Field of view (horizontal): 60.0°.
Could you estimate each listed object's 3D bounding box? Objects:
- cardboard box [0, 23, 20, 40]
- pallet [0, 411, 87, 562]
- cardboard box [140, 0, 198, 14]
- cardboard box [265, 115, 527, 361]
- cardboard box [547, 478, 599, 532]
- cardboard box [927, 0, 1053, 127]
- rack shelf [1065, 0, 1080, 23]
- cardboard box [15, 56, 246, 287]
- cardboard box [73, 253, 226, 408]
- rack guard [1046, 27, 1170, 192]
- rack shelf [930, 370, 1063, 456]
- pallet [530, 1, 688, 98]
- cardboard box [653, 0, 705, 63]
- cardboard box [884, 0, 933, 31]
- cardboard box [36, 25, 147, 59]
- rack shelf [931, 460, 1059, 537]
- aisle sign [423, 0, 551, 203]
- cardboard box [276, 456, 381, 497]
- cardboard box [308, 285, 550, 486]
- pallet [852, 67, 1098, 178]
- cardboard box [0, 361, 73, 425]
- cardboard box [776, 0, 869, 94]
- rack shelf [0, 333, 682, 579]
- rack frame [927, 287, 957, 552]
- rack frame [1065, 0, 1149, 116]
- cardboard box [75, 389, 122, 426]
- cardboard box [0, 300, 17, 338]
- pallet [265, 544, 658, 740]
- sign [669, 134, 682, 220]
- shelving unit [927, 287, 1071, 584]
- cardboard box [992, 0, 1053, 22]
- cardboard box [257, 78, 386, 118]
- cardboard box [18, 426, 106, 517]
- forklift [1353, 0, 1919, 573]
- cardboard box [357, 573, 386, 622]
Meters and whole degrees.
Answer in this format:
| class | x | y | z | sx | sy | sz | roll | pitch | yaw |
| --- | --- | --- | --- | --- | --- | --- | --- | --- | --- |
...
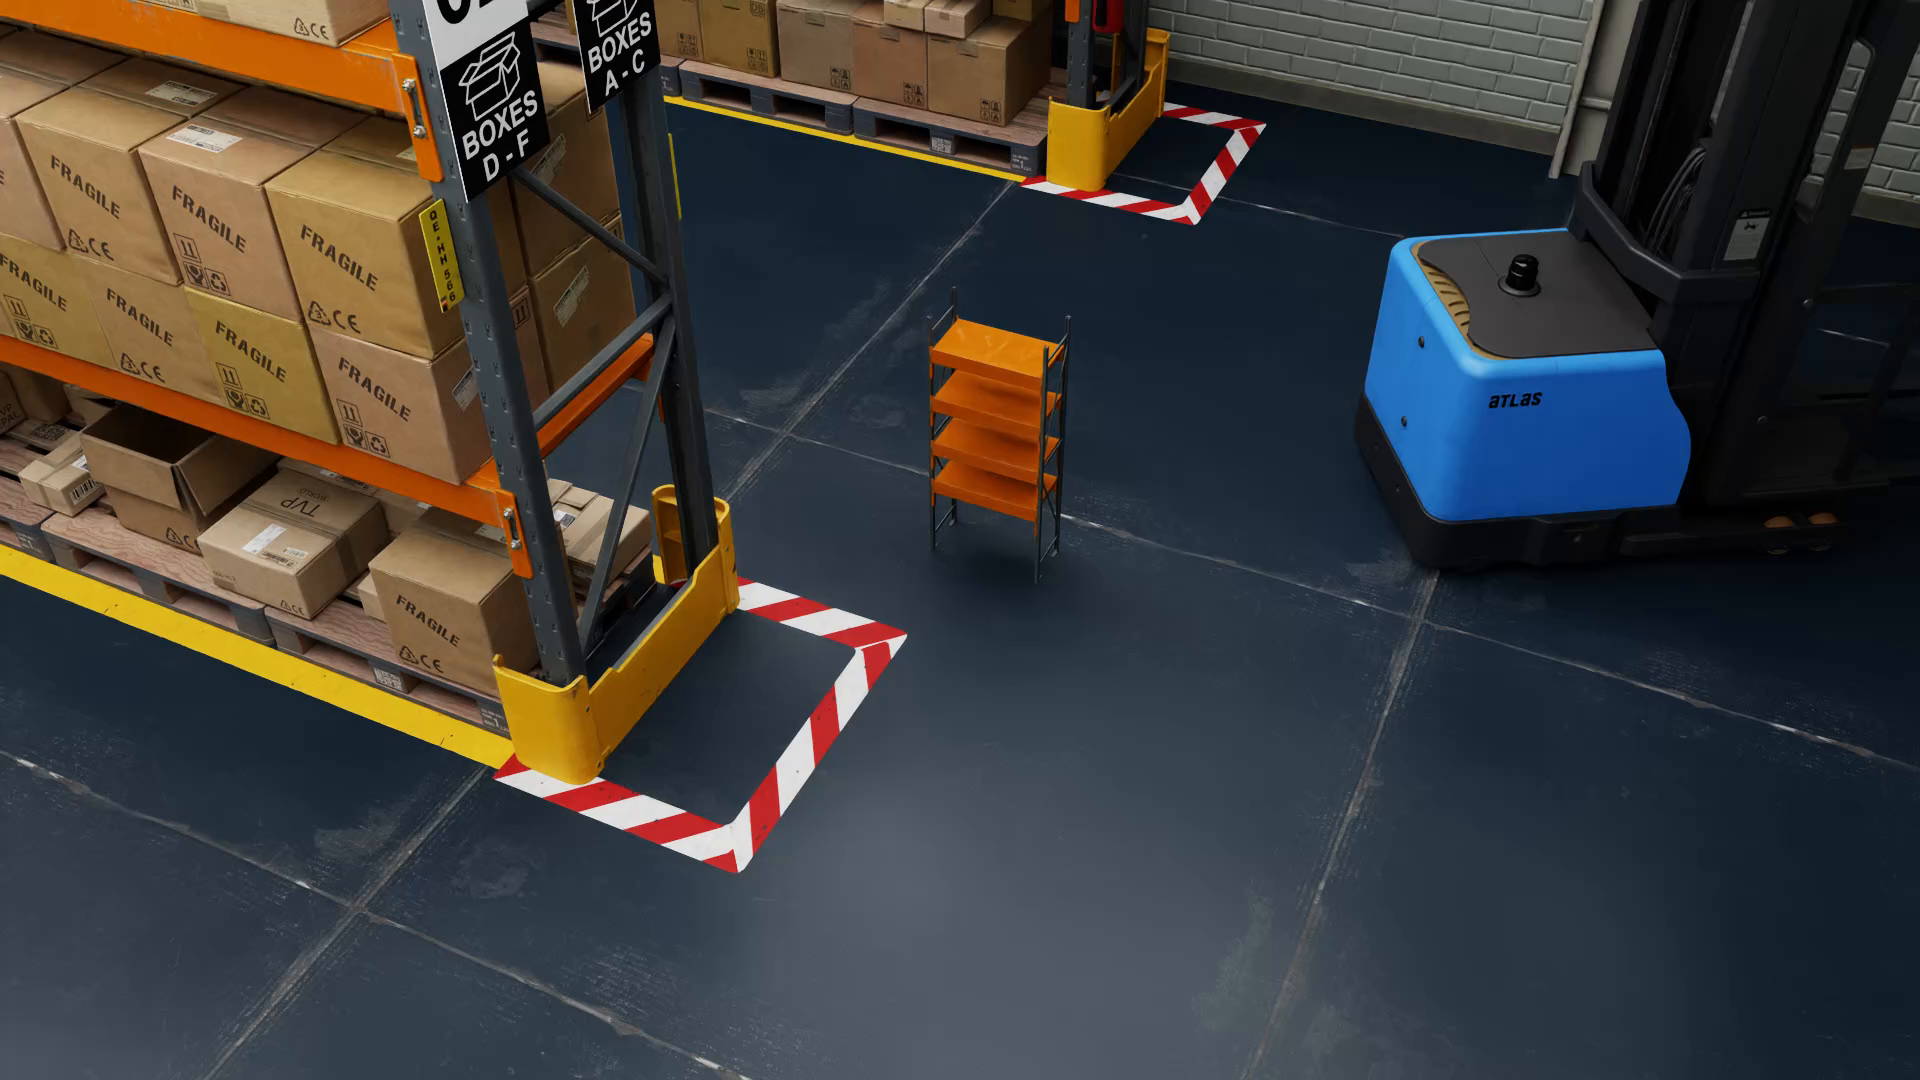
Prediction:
| class | x | y | z | sx | sy | sz | roll | pitch | yaw |
| --- | --- | --- | --- | --- | --- | --- | --- | --- | --- |
| cardboard box | -3.615 | -1.520 | 5.873 | 0.500 | 0.500 | 0.500 | 16 | 43 | 17 |
| pallet | -4.235 | -0.442 | 7.599 | 1.213 | 0.211 | 1.003 | 17 | 44 | 19 |
| cardboard box | -2.257 | -1.787 | 4.845 | 0.500 | 0.250 | 0.500 | 17 | 44 | 19 |
| cardboard box | -1.752 | -0.955 | 5.222 | 0.500 | 0.500 | 0.500 | 17 | 44 | 18 |
| cardboard box | -1.693 | -0.064 | 6.861 | 0.250 | 0.166 | 0.380 | 17 | 44 | 19 |
| cardboard box | 0.182 | -2.869 | 9.858 | 0.500 | 0.500 | 0.700 | 17 | 44 | 19 |
| rack shelf | -0.953 | -3.802 | 9.896 | 4.000 | 0.370 | 1.077 | 17 | 44 | 19 |
| cardboard box | -2.682 | -1.235 | 5.545 | 0.500 | 0.500 | 0.500 | 18 | 44 | 20 |
| cardboard box | -2.674 | -0.862 | 5.878 | 0.500 | 0.500 | 0.500 | 17 | 44 | 19 |
| rack guard | 0.881 | -2.569 | 9.832 | 0.348 | 0.500 | 1.175 | 17 | 44 | 19 |
| rack shelf | 0.150 | -0.526 | 6.702 | 0.480 | 0.148 | 0.258 | 17 | 44 | 19 |
| pallet | -2.110 | -3.317 | 10.916 | 1.213 | 0.211 | 1.003 | 17 | 44 | 19 |
| cardboard box | -1.678 | -3.433 | 10.509 | 0.500 | 0.500 | 0.700 | 17 | 44 | 18 |
| cardboard box | -0.243 | -3.112 | 9.643 | 0.250 | 0.149 | 0.380 | 18 | 44 | 20 |
| cardboard box | -2.912 | -1.696 | 6.077 | 0.500 | 0.500 | 0.500 | 17 | 44 | 18 |
| rack shelf | 0.150 | -0.207 | 6.978 | 0.480 | 0.148 | 0.258 | 17 | 44 | 19 |
| aisle sign | -1.300 | -1.361 | 4.545 | 0.004 | 0.787 | 0.394 | 17 | 44 | 19 |
| cardboard box | -2.511 | -0.302 | 7.072 | 0.500 | 0.250 | 0.500 | 17 | 44 | 19 |
| cardboard box | -1.753 | -0.579 | 5.552 | 0.500 | 0.500 | 0.500 | 18 | 44 | 20 |
| pallet | 0.101 | -2.642 | 10.137 | 1.213 | 0.211 | 1.003 | 17 | 44 | 19 |
| cardboard box | -4.221 | -0.919 | 7.593 | 0.500 | 0.500 | 0.500 | 17 | 44 | 19 |
| cardboard box | -0.727 | -3.146 | 10.178 | 0.500 | 0.500 | 0.700 | 16 | 43 | 17 |
| rack shelf | -3.044 | -0.861 | 6.502 | 4.000 | 0.370 | 1.077 | 17 | 44 | 19 |
| rack frame | -0.071 | -0.475 | 6.882 | 0.015 | 1.200 | 0.240 | 17 | 44 | 19 |
| rack frame | 0.859 | -3.520 | 9.021 | 0.127 | 3.000 | 1.000 | 17 | 44 | 19 |
| cardboard box | -3.541 | -0.640 | 7.415 | 0.500 | 0.311 | 0.500 | 17 | 44 | 19 |
| cardboard box | -3.592 | -1.142 | 6.201 | 0.500 | 0.500 | 0.500 | 17 | 44 | 18 |
| pallet | -2.024 | 0.234 | 6.820 | 1.213 | 0.211 | 1.003 | 17 | 44 | 19 |
| sign | -1.003 | -1.228 | 5.716 | 0.005 | 0.325 | 0.100 | 17 | 44 | 19 |
| shelving unit | 0.150 | -0.408 | 6.804 | 0.503 | 1.200 | 0.258 | 17 | 44 | 19 |
| cardboard box | 0.380 | -3.198 | 9.742 | 0.250 | 0.149 | 0.380 | 17 | 44 | 19 |
| cardboard box | -2.000 | -1.414 | 5.752 | 0.500 | 0.500 | 0.500 | 17 | 44 | 19 |
| cardboard box | -3.780 | -0.304 | 7.138 | 0.250 | 0.166 | 0.380 | 17 | 44 | 19 |
| forklift | 3.379 | -1.388 | 6.613 | 3.031 | 2.935 | 1.130 | -4 | 41 | -5 |
| cardboard box | -2.158 | 0.155 | 6.608 | 0.250 | 0.166 | 0.380 | 17 | 44 | 19 |
